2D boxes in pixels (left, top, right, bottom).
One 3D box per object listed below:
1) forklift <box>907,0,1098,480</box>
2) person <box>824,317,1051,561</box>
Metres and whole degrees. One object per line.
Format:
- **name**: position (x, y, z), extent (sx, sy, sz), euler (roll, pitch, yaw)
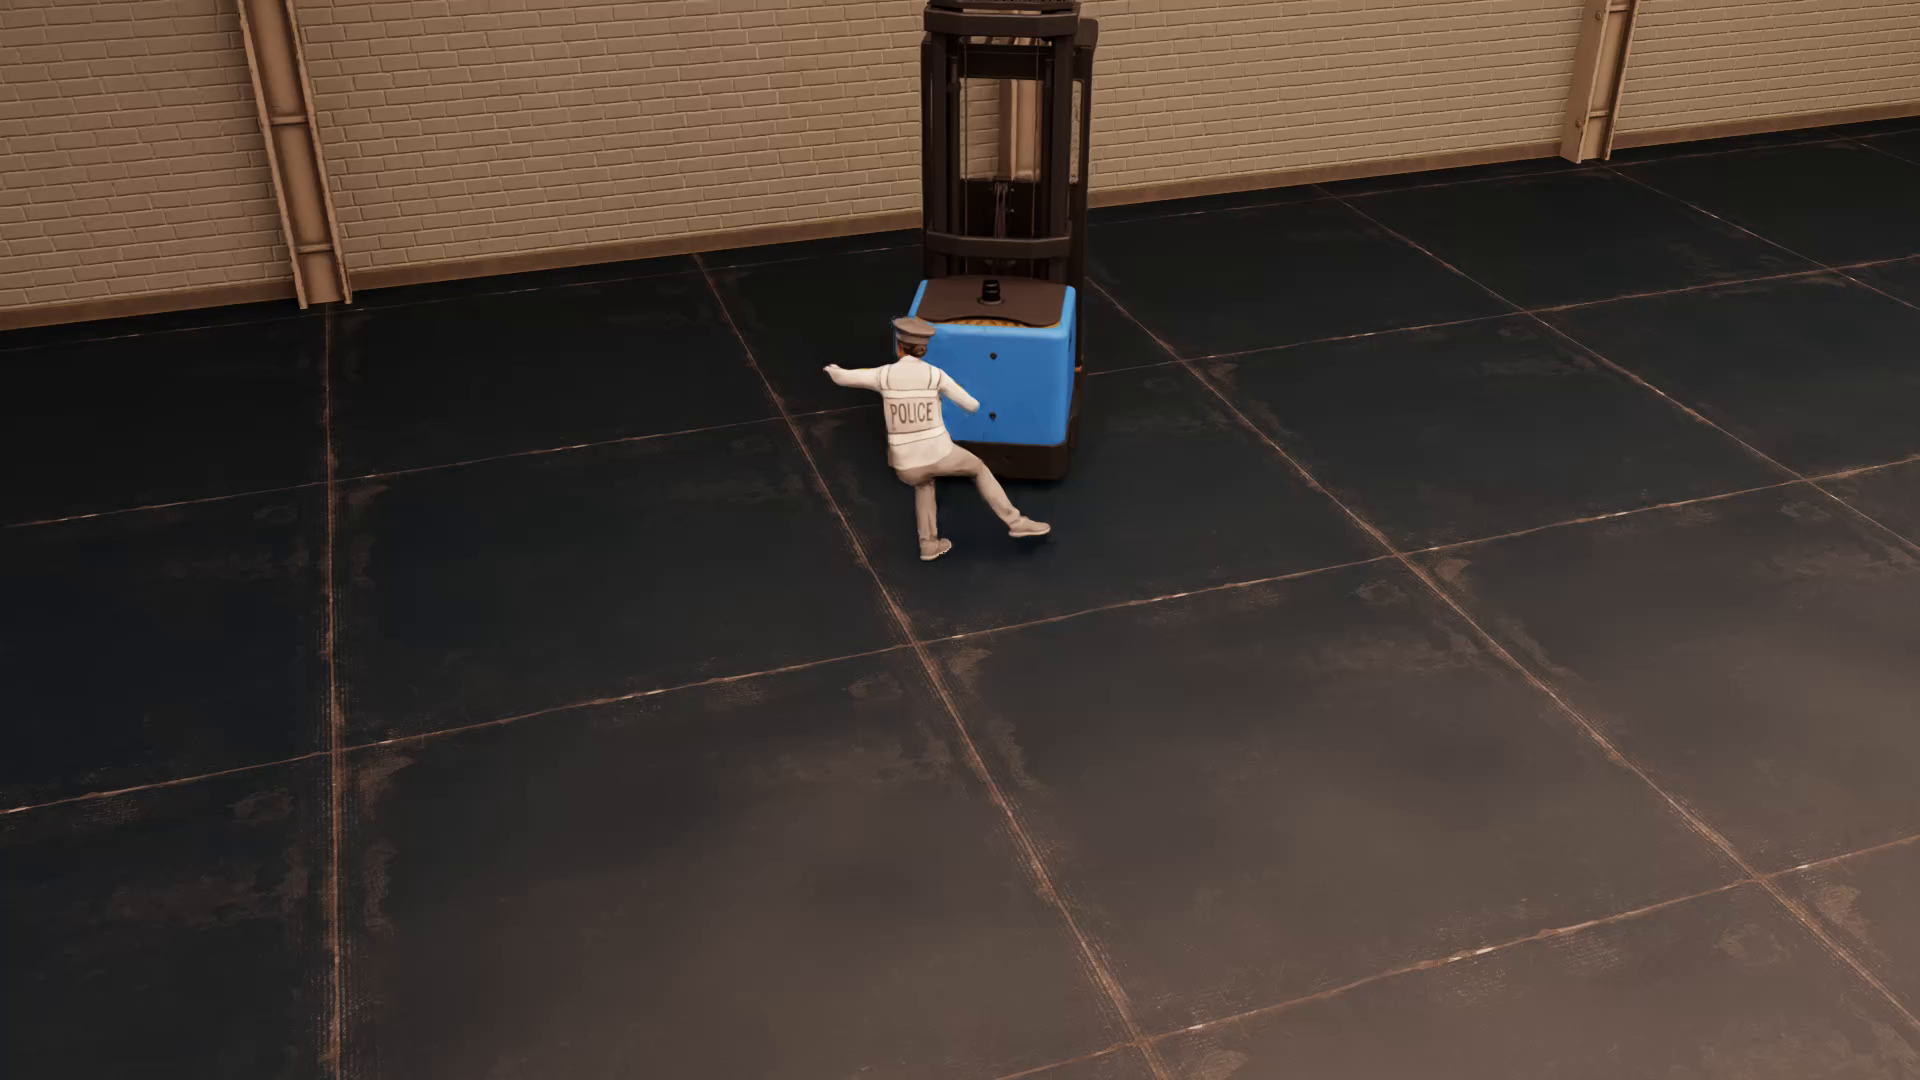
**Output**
- **forklift**: position (0.325, -2.363, 11.194), extent (1.130, 2.935, 3.031), euler (3, 30, 6)
- **person**: position (-0.126, -0.609, 9.696), extent (1.335, 1.428, 0.792), euler (-1, 30, -2)
